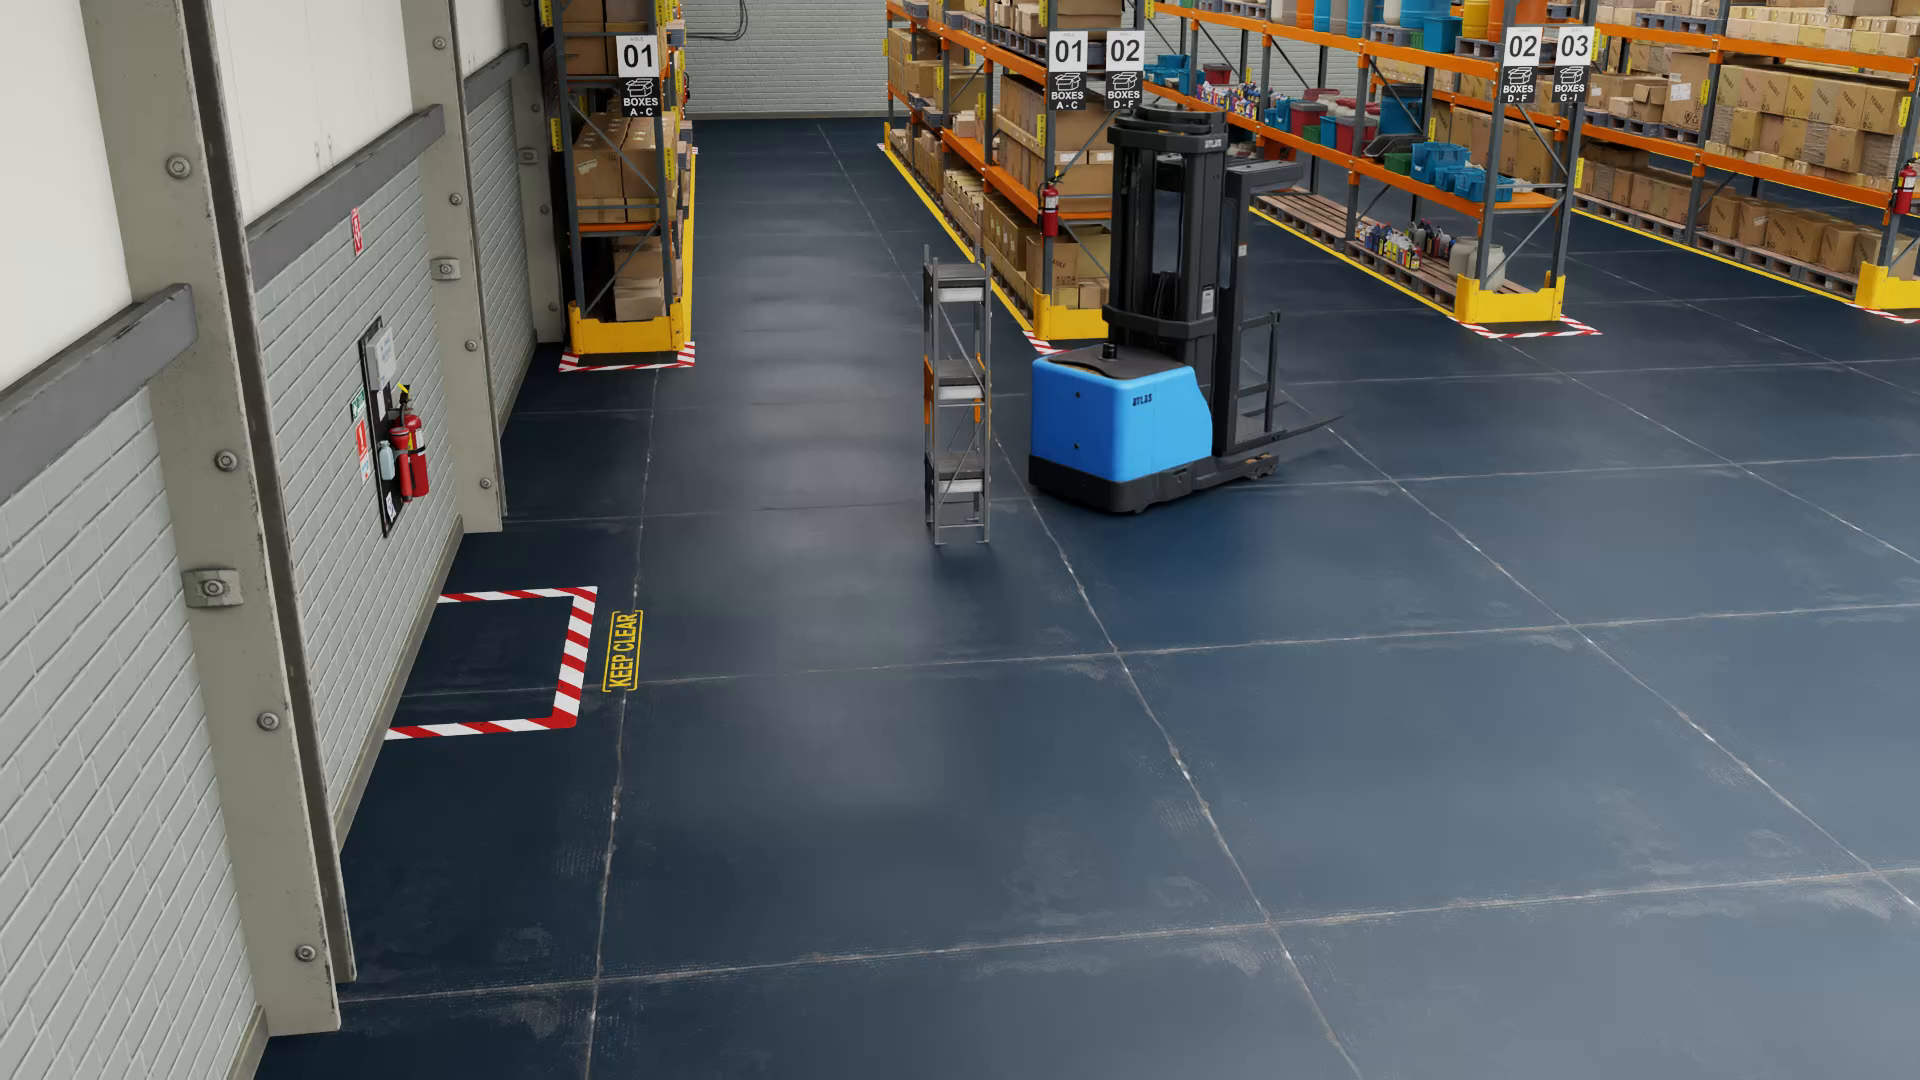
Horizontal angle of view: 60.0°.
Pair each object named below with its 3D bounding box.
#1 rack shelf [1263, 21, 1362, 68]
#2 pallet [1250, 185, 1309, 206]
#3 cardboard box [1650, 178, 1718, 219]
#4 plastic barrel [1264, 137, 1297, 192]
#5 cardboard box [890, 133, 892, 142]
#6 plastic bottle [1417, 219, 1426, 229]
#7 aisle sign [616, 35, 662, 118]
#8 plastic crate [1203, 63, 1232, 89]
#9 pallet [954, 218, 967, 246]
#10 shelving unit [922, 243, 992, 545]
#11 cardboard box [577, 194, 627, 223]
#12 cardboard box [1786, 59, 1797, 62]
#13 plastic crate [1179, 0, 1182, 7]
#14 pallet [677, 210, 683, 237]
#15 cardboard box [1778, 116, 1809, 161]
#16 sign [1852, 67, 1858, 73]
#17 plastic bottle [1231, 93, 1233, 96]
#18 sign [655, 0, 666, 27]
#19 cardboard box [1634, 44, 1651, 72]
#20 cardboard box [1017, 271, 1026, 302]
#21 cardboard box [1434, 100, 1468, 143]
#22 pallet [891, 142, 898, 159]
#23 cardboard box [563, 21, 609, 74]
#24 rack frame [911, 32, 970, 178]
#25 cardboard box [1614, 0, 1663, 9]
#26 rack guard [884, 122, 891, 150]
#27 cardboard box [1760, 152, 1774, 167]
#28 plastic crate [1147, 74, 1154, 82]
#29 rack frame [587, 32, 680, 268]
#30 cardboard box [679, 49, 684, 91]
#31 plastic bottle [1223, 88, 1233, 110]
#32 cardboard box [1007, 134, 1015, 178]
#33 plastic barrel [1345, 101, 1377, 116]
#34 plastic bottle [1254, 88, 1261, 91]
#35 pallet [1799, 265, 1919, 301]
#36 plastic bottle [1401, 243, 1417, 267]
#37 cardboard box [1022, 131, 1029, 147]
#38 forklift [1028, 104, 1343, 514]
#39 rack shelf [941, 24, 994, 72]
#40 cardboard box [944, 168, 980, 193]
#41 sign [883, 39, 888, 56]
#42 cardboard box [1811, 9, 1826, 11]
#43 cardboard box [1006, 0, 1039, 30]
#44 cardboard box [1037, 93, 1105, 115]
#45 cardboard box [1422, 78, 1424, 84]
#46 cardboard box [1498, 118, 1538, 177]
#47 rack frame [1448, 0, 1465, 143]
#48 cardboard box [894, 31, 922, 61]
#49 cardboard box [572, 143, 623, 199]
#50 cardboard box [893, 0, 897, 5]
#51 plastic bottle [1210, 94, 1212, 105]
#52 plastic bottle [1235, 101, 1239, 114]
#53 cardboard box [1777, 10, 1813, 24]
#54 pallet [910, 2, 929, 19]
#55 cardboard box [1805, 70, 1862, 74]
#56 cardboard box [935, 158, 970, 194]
[{"bbox_3d":[5.433,-7.054,23.558,1.077,0.370,4.000,-3,21,-8],"label":"rack shelf"},{"bbox_3d":[4.990,-5.643,27.024,1.003,0.211,1.213,-3,21,-8],"label":"pallet"},{"bbox_3d":[10.505,-4.958,24.149,0.700,0.500,0.500,-3,21,-8],"label":"cardboard box"},{"bbox_3d":[5.057,-6.027,26.568,0.600,0.830,0.708,-3,21,-8],"label":"plastic barrel"},{"bbox_3d":[-1.154,-7.830,32.314,0.380,0.166,0.250,-3,21,-8],"label":"cardboard box"},{"bbox_3d":[6.099,-4.050,21.931,0.144,0.351,0.185,-3,21,-9],"label":"plastic bottle"},{"bbox_3d":[-3.198,-4.617,16.576,0.394,0.787,0.004,-3,21,-8],"label":"aisle sign"},{"bbox_3d":[4.688,-8.443,30.359,0.402,0.464,0.583,-3,21,-8],"label":"plastic crate"},{"bbox_3d":[0.495,-4.415,23.736,1.003,0.211,1.213,-3,21,-8],"label":"pallet"},{"bbox_3d":[-0.024,-1.041,12.002,0.431,2.100,0.503,-3,21,-8],"label":"shelving unit"},{"bbox_3d":[-3.765,-3.500,17.487,0.500,0.250,0.500,-3,21,-7],"label":"cardboard box"},{"bbox_3d":[14.788,-8.398,29.324,0.380,0.149,0.250,-4,21,-10],"label":"cardboard box"},{"bbox_3d":[4.121,-9.689,29.824,0.416,0.233,0.300,-3,21,-8],"label":"plastic crate"},{"bbox_3d":[-4.548,-4.602,24.236,1.003,0.211,1.213,-3,21,-8],"label":"pallet"},{"bbox_3d":[10.867,-5.053,20.889,0.875,0.500,0.500,-3,21,-8],"label":"cardboard box"},{"bbox_3d":[14.433,-7.618,26.785,0.100,0.325,0.005,-3,21,-8],"label":"sign"},{"bbox_3d":[4.514,-7.252,27.511,0.061,0.283,0.133,-3,21,-8],"label":"plastic bottle"},{"bbox_3d":[-2.969,-5.251,16.452,0.100,0.325,0.005,-3,21,-8],"label":"sign"},{"bbox_3d":[13.767,-9.576,33.000,0.500,0.500,0.500,-3,21,-7],"label":"cardboard box"},{"bbox_3d":[0.942,-2.912,19.056,0.500,0.250,0.500,-3,21,-8],"label":"cardboard box"},{"bbox_3d":[9.453,-7.747,31.108,0.875,0.875,0.875,-3,21,-8],"label":"cardboard box"},{"bbox_3d":[-0.784,-7.591,32.240,1.003,0.211,1.213,-3,21,-8],"label":"pallet"},{"bbox_3d":[-3.816,-5.002,16.864,0.500,0.500,0.500,-1,21,-4],"label":"cardboard box"},{"bbox_3d":[-0.334,-7.815,28.853,1.000,3.000,0.127,-3,21,-8],"label":"rack frame"},{"bbox_3d":[10.008,-8.089,24.443,0.500,0.500,0.500,-4,21,-9],"label":"cardboard box"},{"bbox_3d":[-0.900,-8.003,32.928,1.175,0.500,0.348,-3,21,-8],"label":"rack guard"},{"bbox_3d":[10.561,-4.905,21.420,0.380,0.149,0.250,-3,21,-8],"label":"cardboard box"},{"bbox_3d":[3.764,-8.901,32.052,0.250,0.136,0.298,-3,21,-8],"label":"plastic crate"},{"bbox_3d":[-4.082,-4.794,20.765,1.000,3.000,0.127,-3,21,-8],"label":"rack frame"},{"bbox_3d":[-5.613,-8.662,30.692,0.980,0.700,0.700,-3,21,-8],"label":"cardboard box"},{"bbox_3d":[4.472,-7.337,27.644,0.144,0.351,0.185,-3,21,-8],"label":"plastic bottle"},{"bbox_3d":[0.972,-4.756,20.521,0.700,0.500,0.500,-3,21,-8],"label":"cardboard box"},{"bbox_3d":[5.695,-5.954,23.675,0.433,0.535,0.433,0,20,0],"label":"plastic barrel"},{"bbox_3d":[5.070,-7.584,28.412,0.152,0.276,0.135,-3,21,-8],"label":"plastic bottle"},{"bbox_3d":[11.106,-3.162,20.380,1.003,0.211,1.213,-3,21,-8],"label":"pallet"},{"bbox_3d":[5.590,-3.541,20.675,0.152,0.276,0.135,-3,21,-7],"label":"plastic bottle"},{"bbox_3d":[0.927,-4.671,19.364,0.380,0.149,0.250,-3,21,-8],"label":"cardboard box"},{"bbox_3d":[1.983,-1.987,13.346,3.031,2.935,1.130,-17,27,-38],"label":"forklift"},{"bbox_3d":[0.531,-6.806,22.892,1.077,0.370,4.000,-3,21,-8],"label":"rack shelf"},{"bbox_3d":[0.028,-5.405,24.930,0.500,0.311,0.500,-2,21,-6],"label":"cardboard box"},{"bbox_3d":[-1.447,-9.578,32.336,0.100,0.325,0.005,-3,21,-8],"label":"sign"},{"bbox_3d":[11.091,-6.693,21.207,0.380,0.149,0.250,-4,21,-9],"label":"cardboard box"},{"bbox_3d":[0.932,-6.185,19.253,0.797,0.503,0.637,-1,20,-2],"label":"cardboard box"},{"bbox_3d":[1.252,-4.677,18.455,0.700,0.500,0.500,-3,21,-9],"label":"cardboard box"},{"bbox_3d":[8.953,-8.641,31.424,0.380,0.149,0.250,-3,21,-7],"label":"cardboard box"},{"bbox_3d":[9.846,-6.679,28.248,1.225,0.875,0.875,-3,21,-8],"label":"cardboard box"},{"bbox_3d":[9.469,-8.313,30.187,1.000,3.000,0.127,-3,21,-8],"label":"rack frame"},{"bbox_3d":[-0.957,-9.194,30.974,0.500,0.500,0.500,-3,21,-7],"label":"cardboard box"},{"bbox_3d":[-3.784,-3.852,17.357,0.500,0.500,0.500,-3,21,-8],"label":"cardboard box"},{"bbox_3d":[-0.955,-9.997,30.624,0.500,0.250,0.500,-3,21,-8],"label":"cardboard box"},{"bbox_3d":[4.328,-7.555,28.442,0.097,0.201,0.097,0,20,0],"label":"plastic bottle"},{"bbox_3d":[4.534,-7.061,27.118,0.097,0.201,0.097,0,20,0],"label":"plastic bottle"},{"bbox_3d":[10.519,-6.574,20.888,0.380,0.149,0.250,-3,21,-9],"label":"cardboard box"},{"bbox_3d":[-0.157,-8.544,26.786,1.213,0.211,1.003,-3,21,-8],"label":"pallet"},{"bbox_3d":[11.104,-5.710,21.220,0.500,0.500,0.500,-3,21,-8],"label":"cardboard box"},{"bbox_3d":[-0.124,-5.777,26.341,0.500,0.500,0.500,-2,21,-6],"label":"cardboard box"}]
